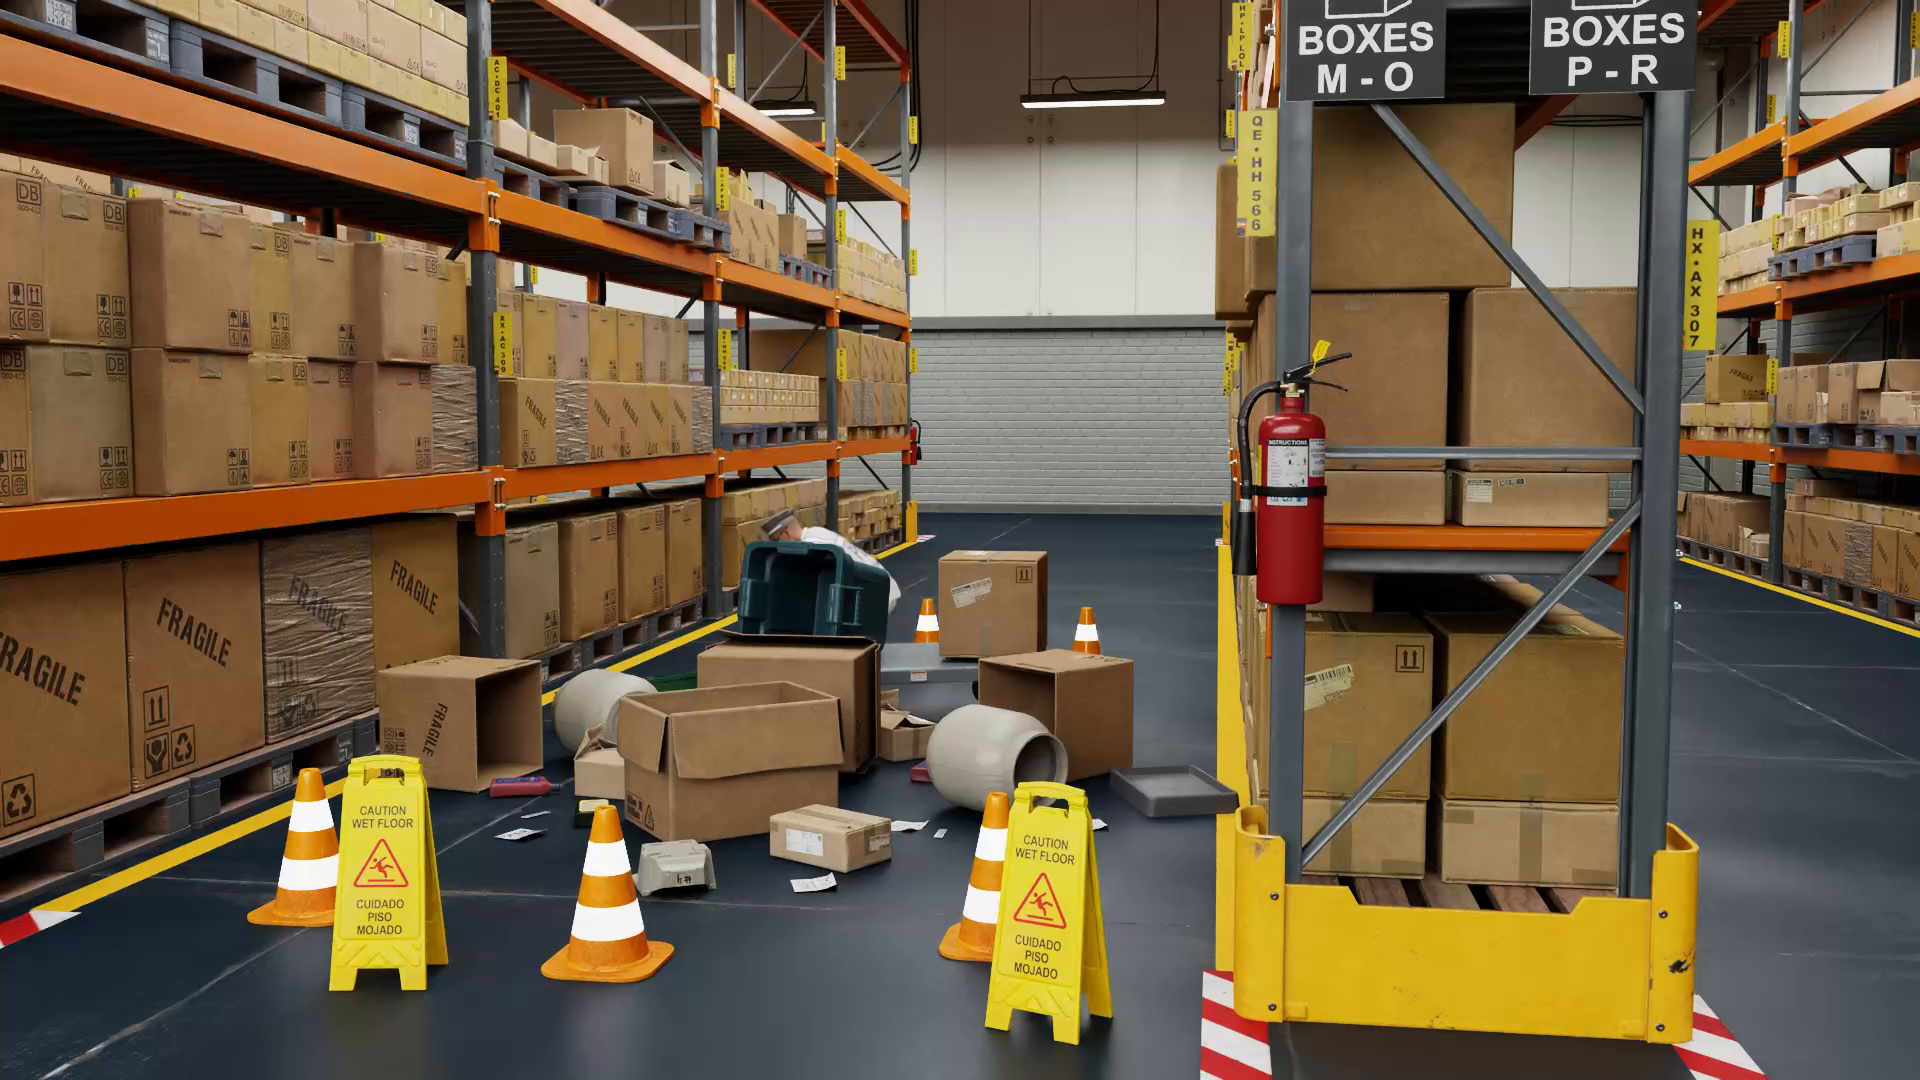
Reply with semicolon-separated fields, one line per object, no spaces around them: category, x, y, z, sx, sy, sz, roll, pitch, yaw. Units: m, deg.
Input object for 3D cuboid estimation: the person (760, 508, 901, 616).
person;-0.834;0.307;10.469;0.902;1.021;0.535;1;4;8
